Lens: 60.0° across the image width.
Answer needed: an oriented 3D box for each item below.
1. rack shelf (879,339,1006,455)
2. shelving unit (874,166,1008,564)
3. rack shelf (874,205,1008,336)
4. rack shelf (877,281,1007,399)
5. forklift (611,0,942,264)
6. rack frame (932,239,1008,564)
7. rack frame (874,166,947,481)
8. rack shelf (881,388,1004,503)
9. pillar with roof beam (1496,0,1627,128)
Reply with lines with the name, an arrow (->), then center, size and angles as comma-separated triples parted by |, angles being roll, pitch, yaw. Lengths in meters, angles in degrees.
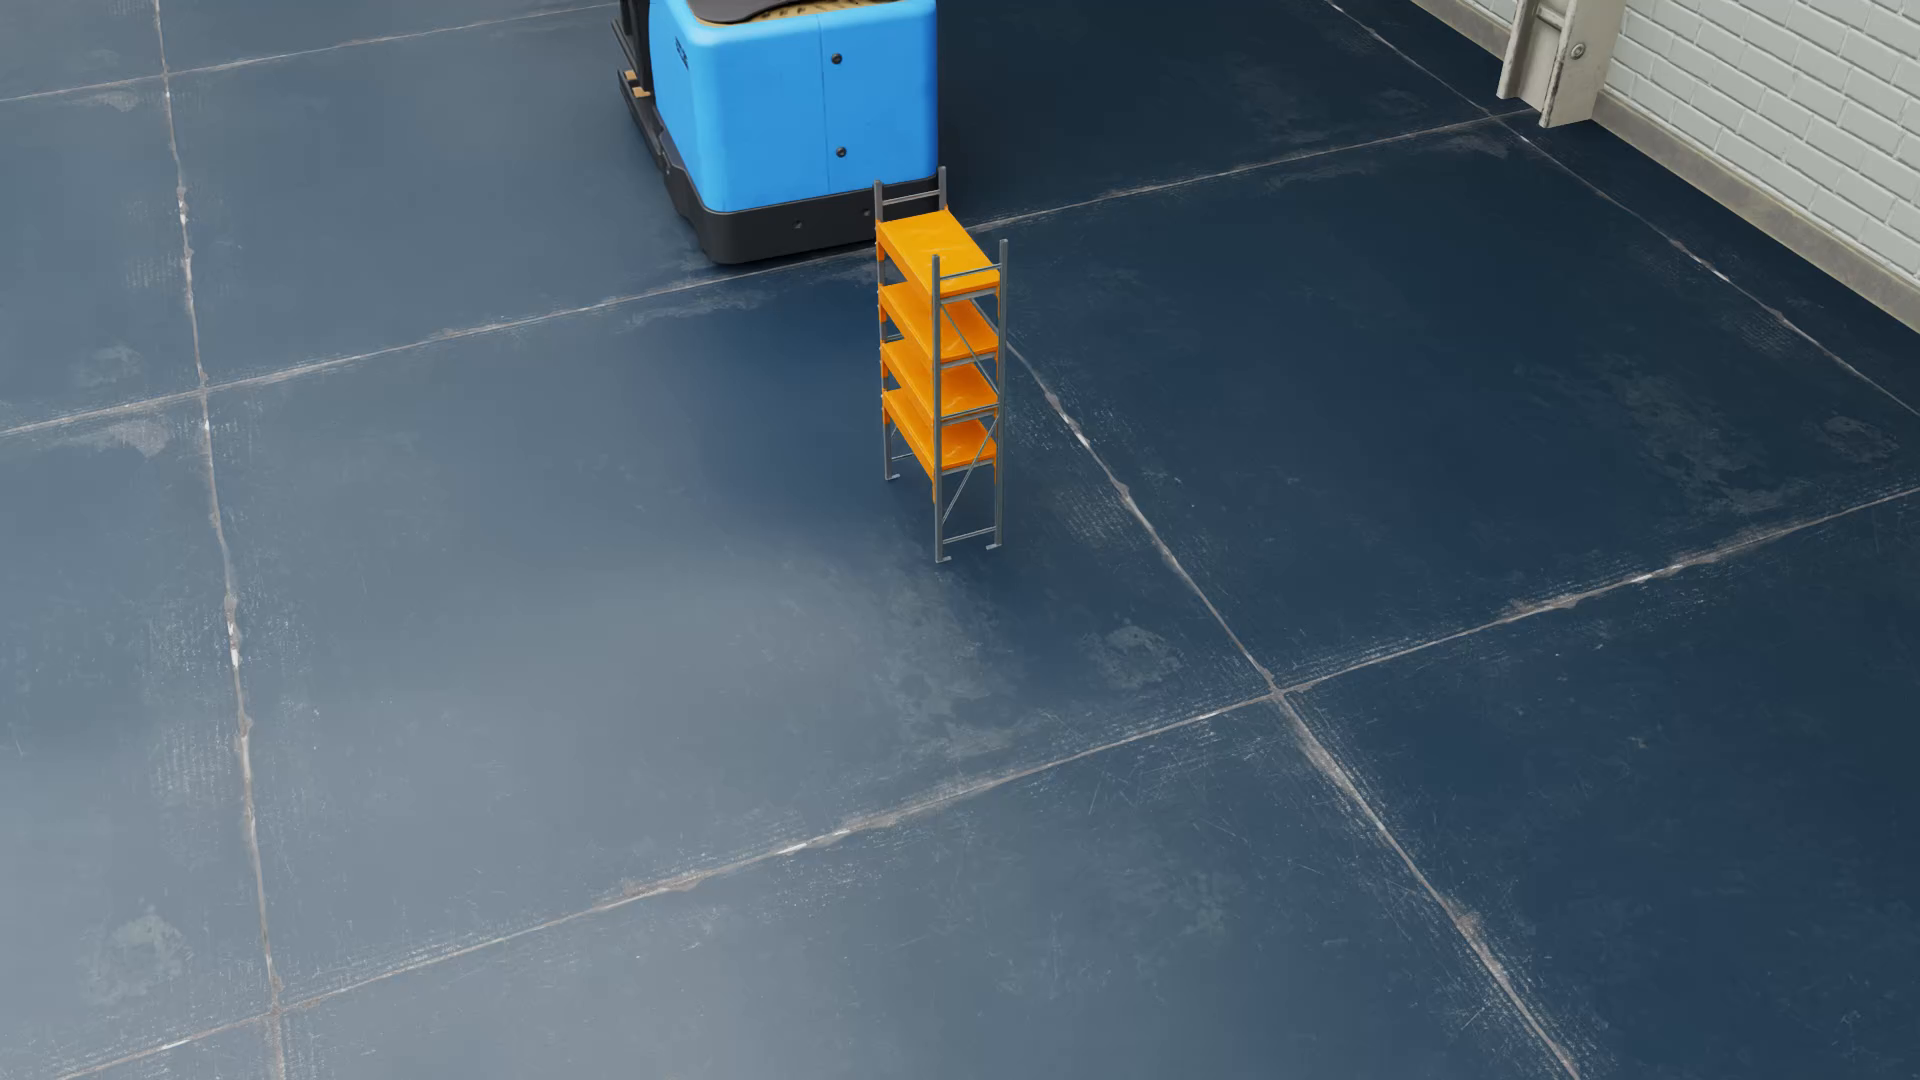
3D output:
rack shelf -> -0.063, -0.504, 5.519 | 0.258, 0.148, 0.480 | -15, 43, -17
shelving unit -> -0.063, -0.555, 5.475 | 0.258, 1.200, 0.503 | -15, 43, -17
rack shelf -> -0.063, -0.853, 5.219 | 0.258, 0.148, 0.480 | -15, 43, -17
rack shelf -> -0.063, -0.673, 5.373 | 0.258, 0.148, 0.480 | -15, 43, -17
forklift -> -1.053, -3.240, 7.270 | 1.130, 2.935, 3.031 | -13, 42, -15
rack frame -> 0.030, -0.408, 5.304 | 0.240, 1.200, 0.015 | -15, 43, -17
rack frame -> -0.157, -0.702, 5.646 | 0.240, 1.200, 0.015 | -15, 43, -17
rack shelf -> -0.063, -0.353, 5.648 | 0.258, 0.148, 0.480 | -15, 43, -17
pillar with roof beam -> -1.070, -4.494, 4.075 | 9.100, 9.000, 0.400 | -15, 43, -17
